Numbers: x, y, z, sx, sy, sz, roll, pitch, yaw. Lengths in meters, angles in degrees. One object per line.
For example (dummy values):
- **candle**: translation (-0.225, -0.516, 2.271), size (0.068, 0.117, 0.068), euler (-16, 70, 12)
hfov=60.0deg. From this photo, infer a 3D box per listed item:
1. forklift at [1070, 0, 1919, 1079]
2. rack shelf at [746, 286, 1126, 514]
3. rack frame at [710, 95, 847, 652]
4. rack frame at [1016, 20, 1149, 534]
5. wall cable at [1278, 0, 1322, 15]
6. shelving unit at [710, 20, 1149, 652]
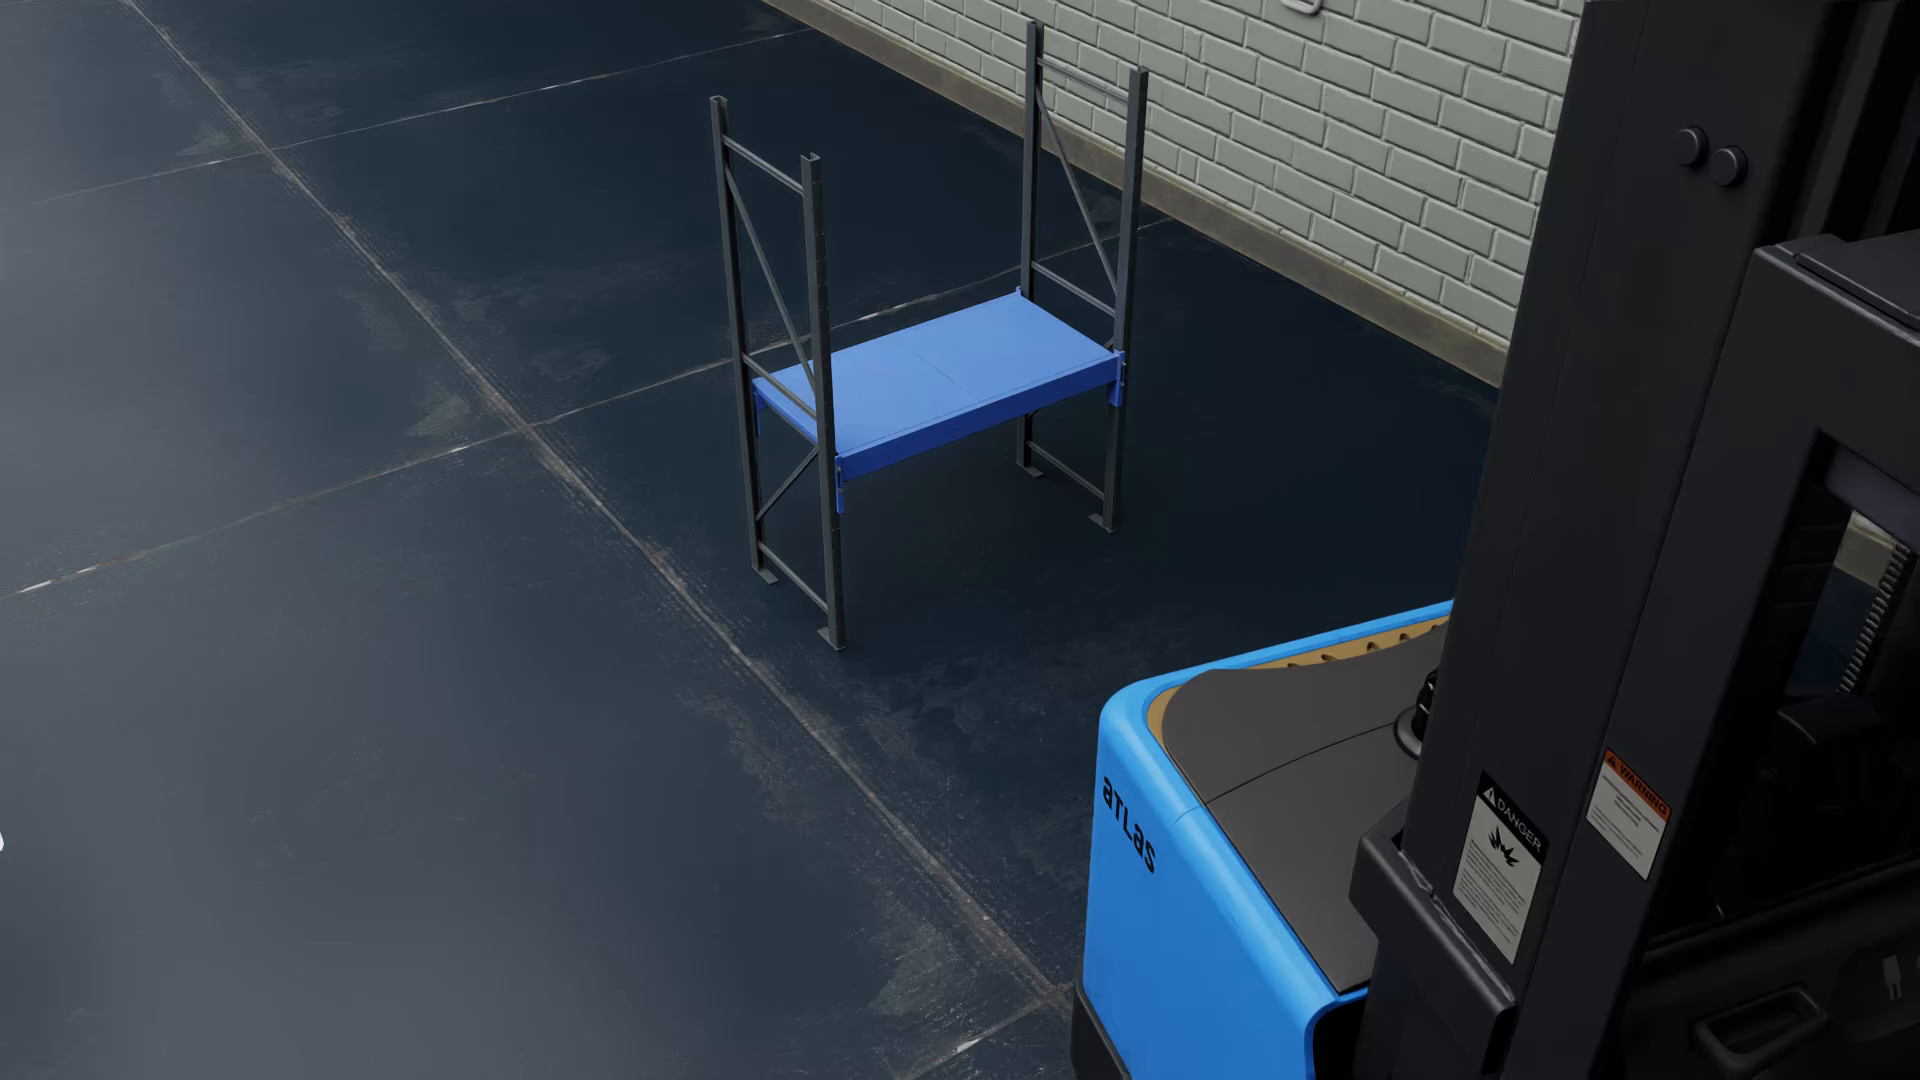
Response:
- **forklift**: translation (1.239, 0.657, 1.826), size (1.130, 2.935, 3.031), euler (-13, 38, -17)
- **rack shelf**: translation (-0.070, -0.434, 4.877), size (1.000, 0.185, 0.538), euler (-22, 41, -28)
- **rack frame**: translation (-0.485, -0.409, 4.534), size (0.032, 1.500, 0.500), euler (-22, 41, -28)
- **rack frame**: translation (0.346, -0.751, 5.010), size (0.032, 1.500, 0.500), euler (-22, 41, -28)
- **wall cable**: translation (1.139, -2.823, 5.708), size (0.123, 1.953, 0.585), euler (-22, 41, -28)
- **shelving unit**: translation (-0.070, -0.580, 4.772), size (1.048, 1.500, 0.538), euler (-22, 41, -28)
